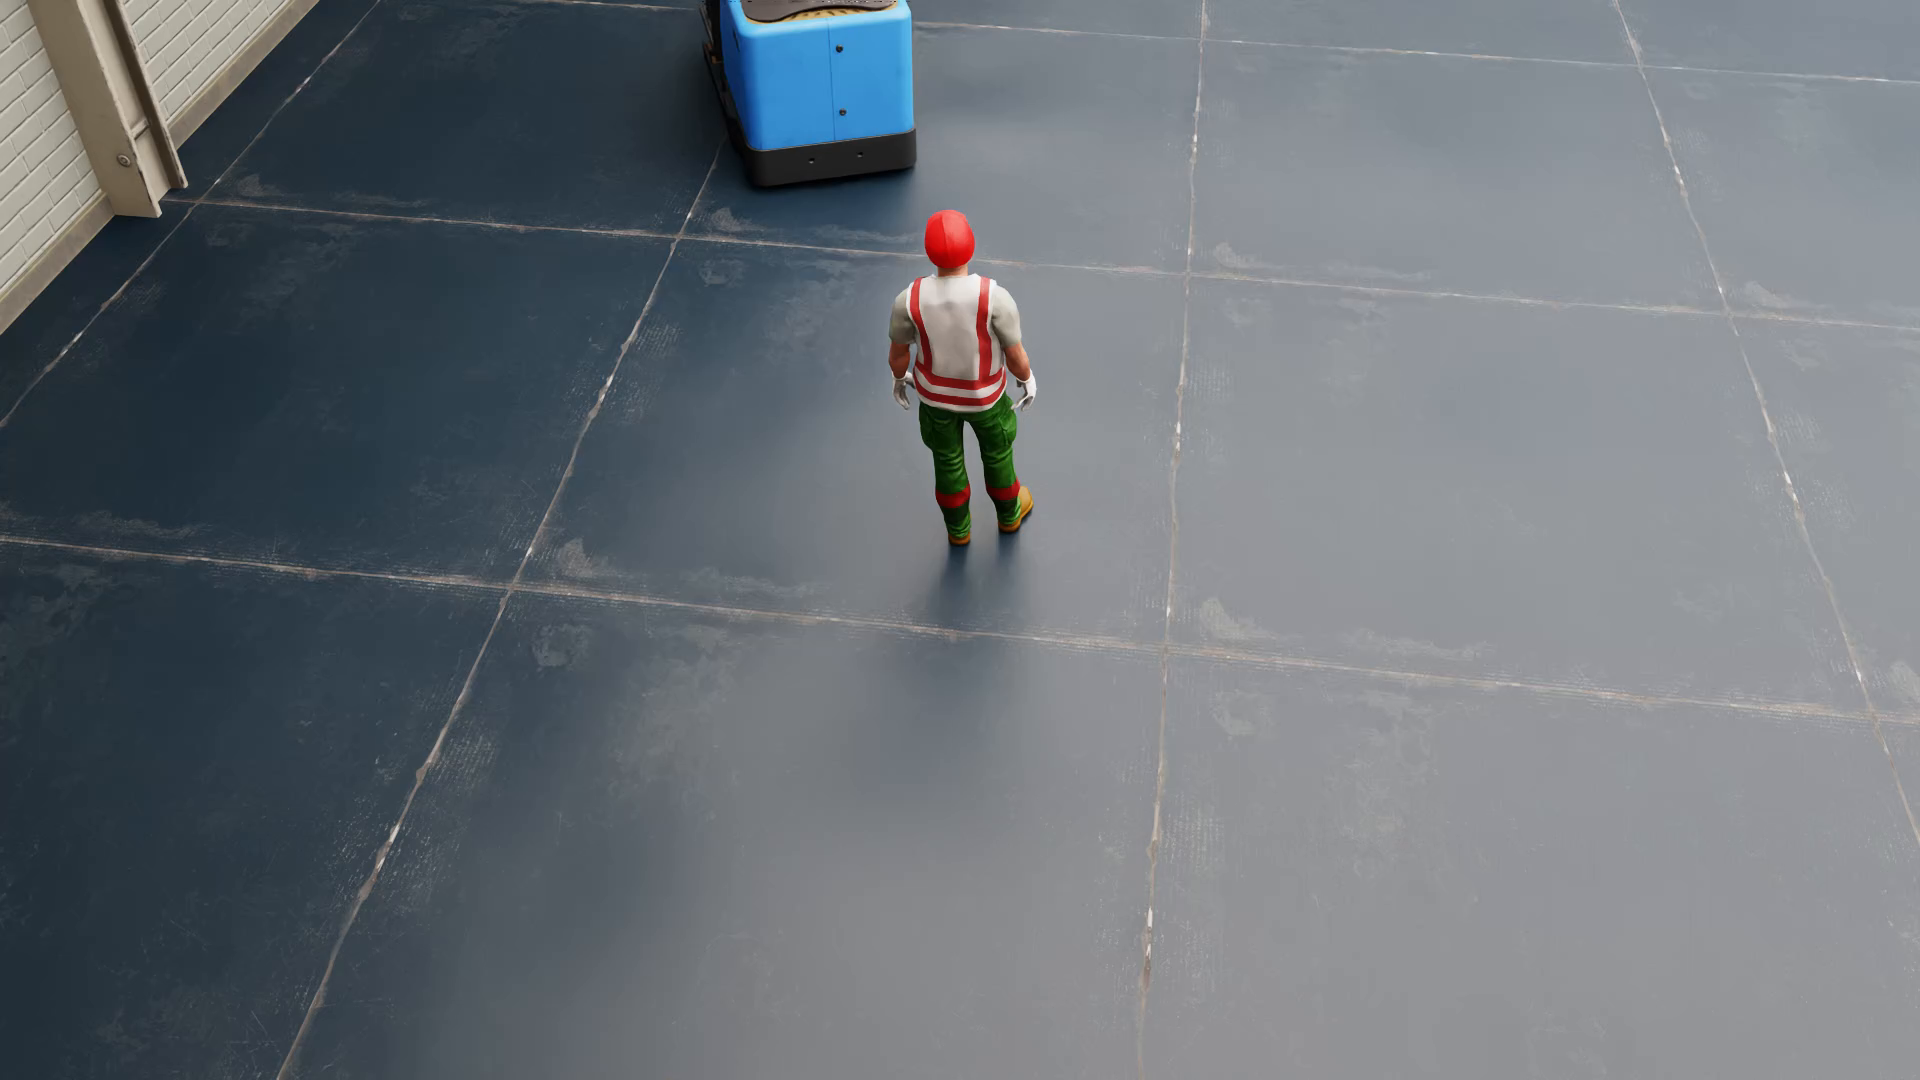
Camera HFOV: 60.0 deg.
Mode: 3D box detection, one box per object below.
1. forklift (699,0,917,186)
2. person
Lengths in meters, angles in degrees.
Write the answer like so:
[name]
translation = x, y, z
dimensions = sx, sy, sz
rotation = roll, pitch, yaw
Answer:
[forklift]
translation = -1.136, -4.247, 10.347
dimensions = 1.130, 2.935, 3.031
rotation = -10, 44, -11
[person]
translation = 0.023, -0.717, 7.338
dimensions = 0.637, 1.787, 0.564
rotation = 5, 43, 6
